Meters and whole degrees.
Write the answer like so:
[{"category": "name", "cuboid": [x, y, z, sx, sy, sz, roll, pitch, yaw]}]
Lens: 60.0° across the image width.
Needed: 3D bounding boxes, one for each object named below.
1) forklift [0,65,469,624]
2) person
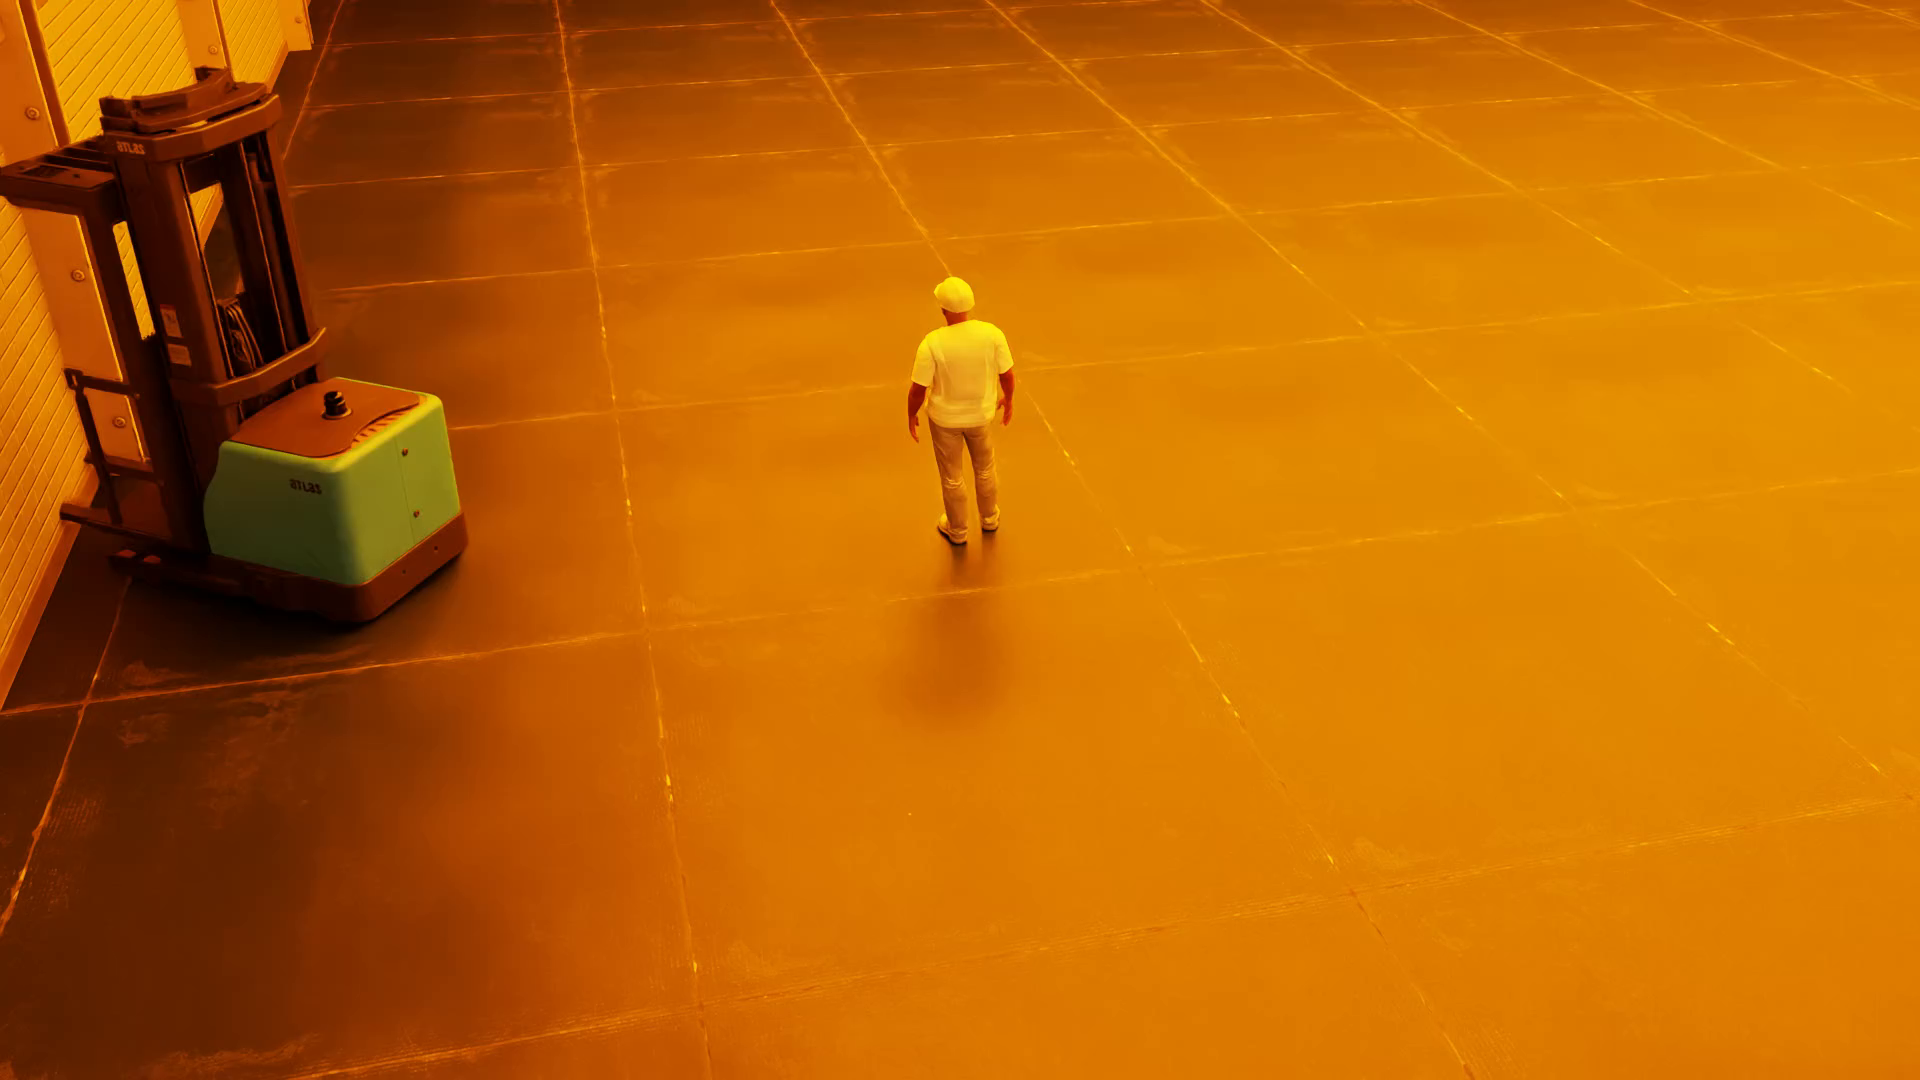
[{"category": "forklift", "cuboid": [-4.617, -1.240, 9.717, 3.031, 2.935, 1.130, 11, 32, 18]}, {"category": "person", "cuboid": [-0.010, -0.805, 10.113, 0.665, 1.765, 0.577, -7, 31, -12]}]
